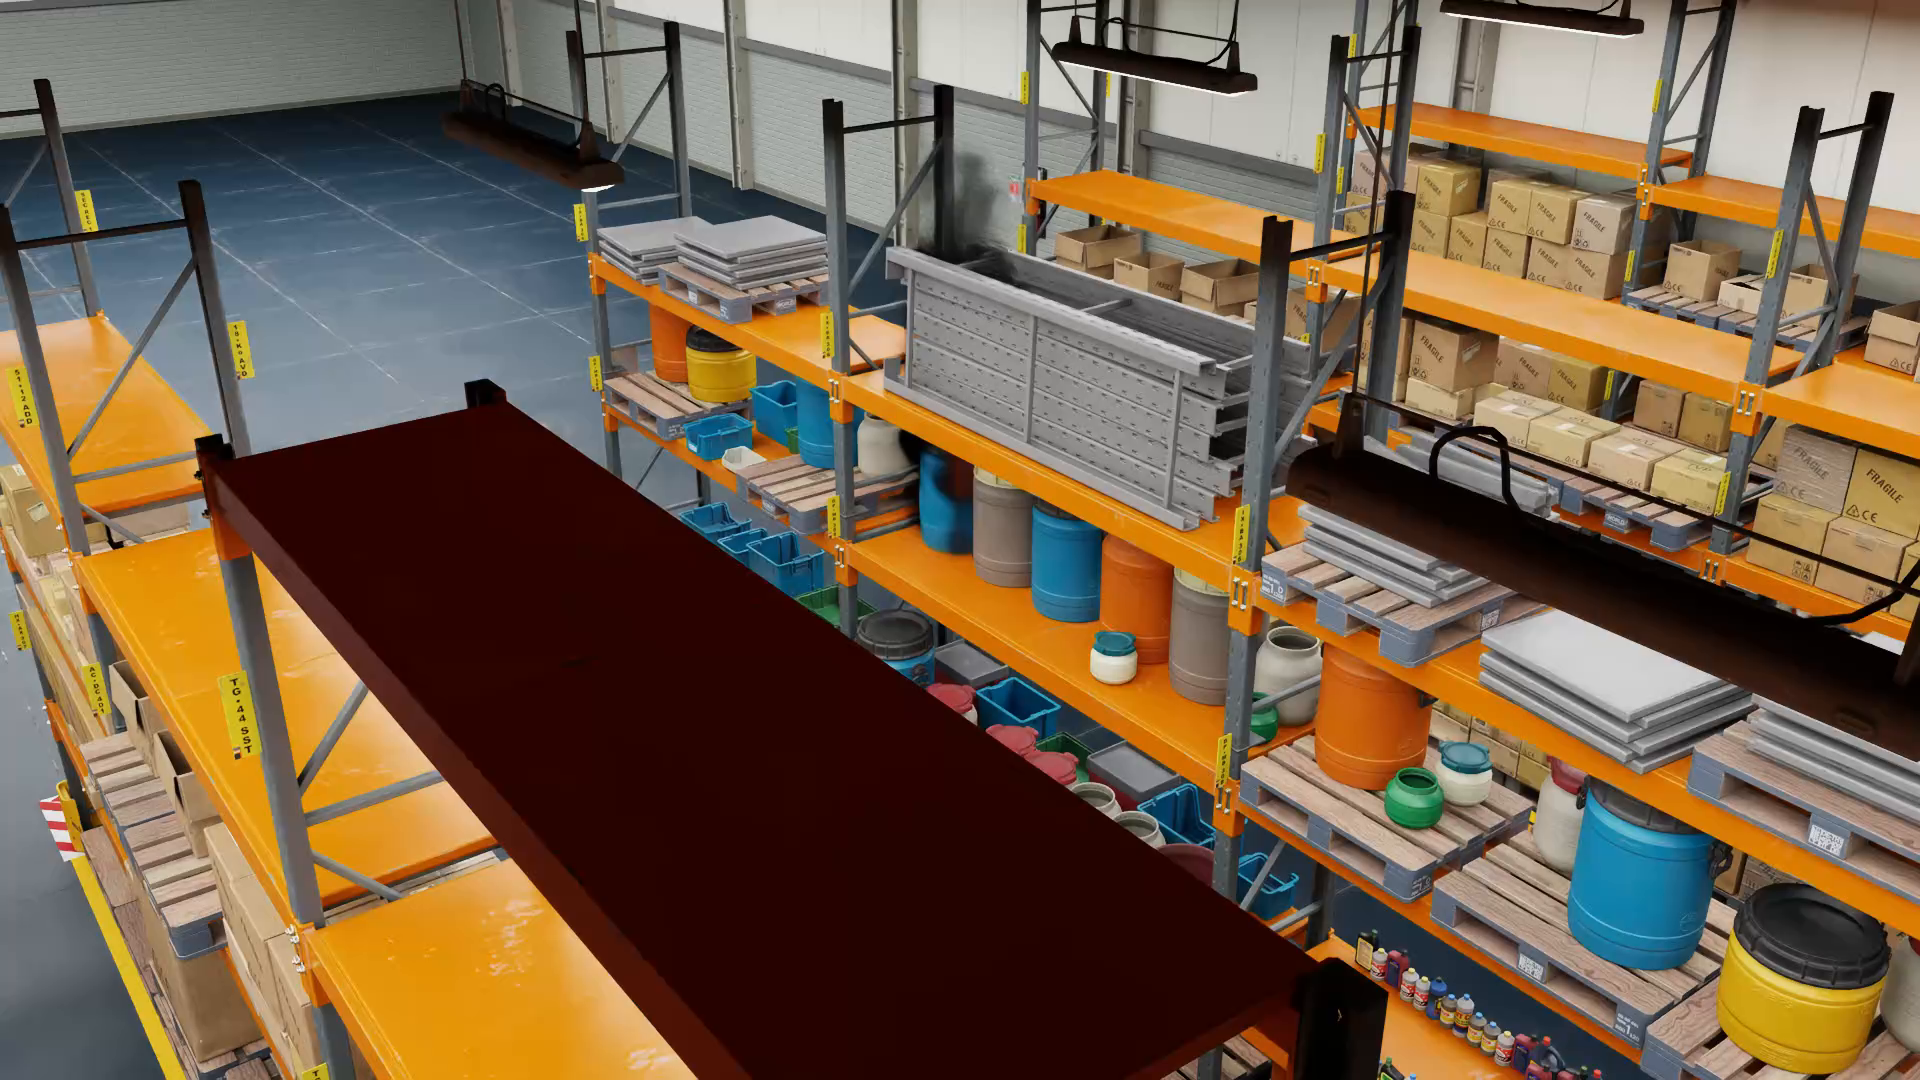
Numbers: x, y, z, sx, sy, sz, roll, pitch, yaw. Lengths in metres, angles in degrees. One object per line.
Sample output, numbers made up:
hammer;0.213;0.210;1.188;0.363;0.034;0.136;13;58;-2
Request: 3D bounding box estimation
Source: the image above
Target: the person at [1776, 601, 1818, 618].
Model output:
person;7.431;0.913;14.925;0.648;1.777;0.796;-15;29;-30
